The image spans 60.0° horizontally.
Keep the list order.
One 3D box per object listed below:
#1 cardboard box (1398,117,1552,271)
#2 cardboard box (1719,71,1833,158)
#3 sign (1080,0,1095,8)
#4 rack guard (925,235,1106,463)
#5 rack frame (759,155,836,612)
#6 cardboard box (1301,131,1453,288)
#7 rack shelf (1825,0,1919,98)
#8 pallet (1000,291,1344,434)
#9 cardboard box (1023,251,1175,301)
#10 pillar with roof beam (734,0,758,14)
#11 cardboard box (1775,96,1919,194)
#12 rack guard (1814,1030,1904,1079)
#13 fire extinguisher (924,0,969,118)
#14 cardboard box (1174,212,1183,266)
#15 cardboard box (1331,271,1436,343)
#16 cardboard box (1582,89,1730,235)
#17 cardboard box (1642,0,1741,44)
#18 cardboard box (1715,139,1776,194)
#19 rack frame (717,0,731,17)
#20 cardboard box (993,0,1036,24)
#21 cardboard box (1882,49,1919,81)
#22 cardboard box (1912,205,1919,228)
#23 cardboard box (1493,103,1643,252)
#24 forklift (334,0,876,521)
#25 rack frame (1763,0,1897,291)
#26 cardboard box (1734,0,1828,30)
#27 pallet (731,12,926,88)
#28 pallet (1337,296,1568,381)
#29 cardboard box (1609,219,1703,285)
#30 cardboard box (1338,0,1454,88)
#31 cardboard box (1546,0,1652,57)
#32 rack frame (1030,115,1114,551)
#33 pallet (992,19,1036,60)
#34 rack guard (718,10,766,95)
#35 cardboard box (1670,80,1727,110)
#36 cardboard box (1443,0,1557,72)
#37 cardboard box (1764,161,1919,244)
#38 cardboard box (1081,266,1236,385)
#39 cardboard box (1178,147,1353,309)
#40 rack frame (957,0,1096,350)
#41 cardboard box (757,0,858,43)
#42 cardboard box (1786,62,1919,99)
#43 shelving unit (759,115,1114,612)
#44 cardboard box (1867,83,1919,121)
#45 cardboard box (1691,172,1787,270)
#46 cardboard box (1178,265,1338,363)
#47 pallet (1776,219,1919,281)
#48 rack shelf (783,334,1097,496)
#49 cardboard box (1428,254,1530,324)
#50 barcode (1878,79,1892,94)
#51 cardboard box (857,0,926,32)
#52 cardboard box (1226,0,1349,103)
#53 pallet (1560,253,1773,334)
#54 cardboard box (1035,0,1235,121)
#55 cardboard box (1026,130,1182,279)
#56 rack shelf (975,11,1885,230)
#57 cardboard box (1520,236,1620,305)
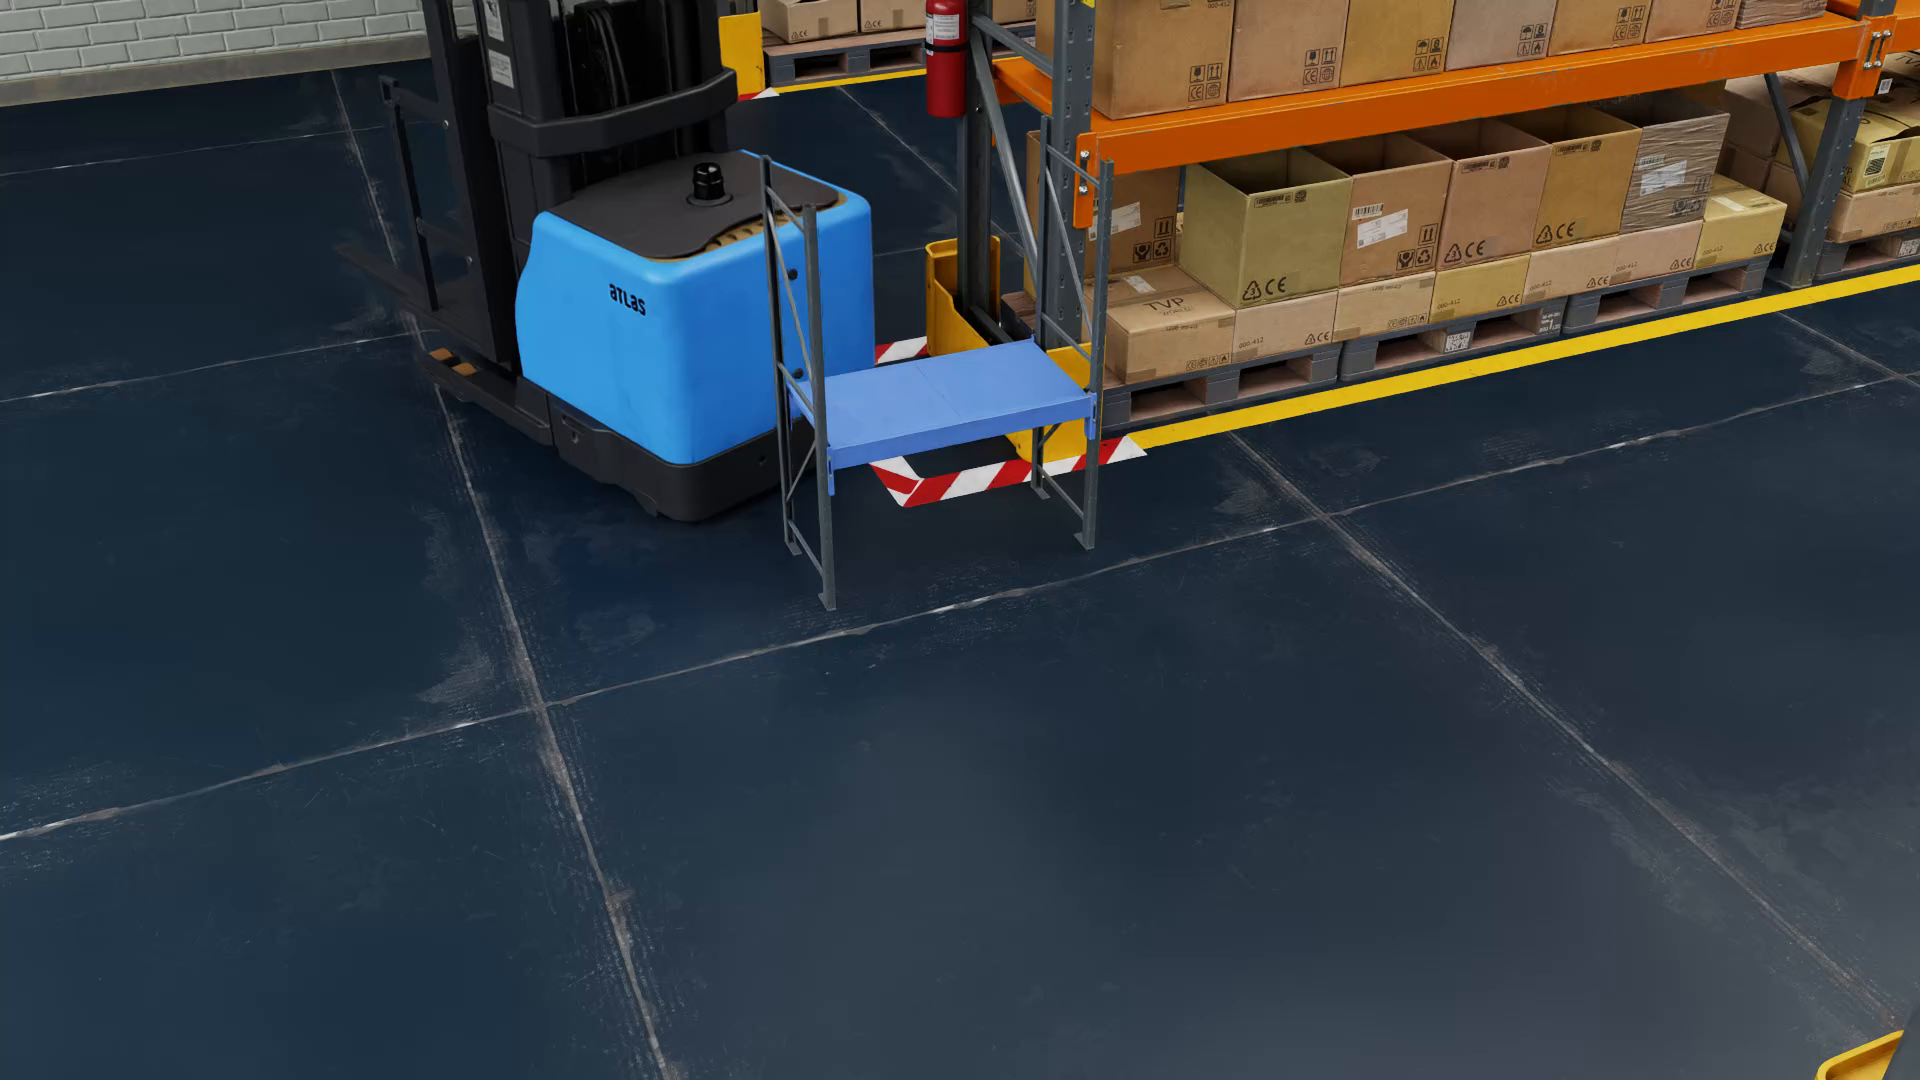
[{"bbox_3d":[2.199,-1.545,7.322,0.500,0.500,0.500,-13,35,-19],"label":"cardboard box"},{"bbox_3d":[4.185,-2.223,8.538,0.500,0.311,0.500,-13,35,-19],"label":"cardboard box"},{"bbox_3d":[0.444,-2.006,5.716,0.005,0.325,0.100,-13,35,-19],"label":"sign"},{"bbox_3d":[0.212,-0.837,7.078,0.348,0.500,1.175,-13,35,-19],"label":"rack guard"},{"bbox_3d":[-0.547,-0.503,5.648,0.032,1.500,0.500,-13,35,-19],"label":"rack frame"},{"bbox_3d":[1.731,-1.448,7.173,0.500,0.500,0.500,-13,35,-19],"label":"cardboard box"},{"bbox_3d":[5.767,-2.855,8.548,4.000,0.370,1.077,-13,35,-19],"label":"rack shelf"},{"bbox_3d":[0.923,-0.904,7.445,1.213,0.211,1.003,-13,35,-19],"label":"pallet"},{"bbox_3d":[0.615,-1.175,7.442,0.500,0.250,0.500,-13,35,-19],"label":"cardboard box"},{"bbox_3d":[0.291,-5.313,6.164,0.400,9.000,9.100,-13,35,-19],"label":"pillar with roof beam"},{"bbox_3d":[4.400,-1.955,8.126,0.500,0.311,0.500,-13,35,-19],"label":"cardboard box"},{"bbox_3d":[2.201,1.610,3.318,0.348,0.500,1.175,-13,35,-19],"label":"rack guard"},{"bbox_3d":[-0.054,-2.066,6.746,0.183,0.674,0.296,-13,35,-19],"label":"fire extinguisher"},{"bbox_3d":[1.071,-1.287,7.614,0.500,0.250,0.500,-13,35,-19],"label":"cardboard box"},{"bbox_3d":[1.736,-1.128,7.369,0.500,0.250,0.500,-13,35,-19],"label":"cardboard box"},{"bbox_3d":[3.114,-1.765,7.661,0.500,0.500,0.500,-13,35,-19],"label":"cardboard box"},{"bbox_3d":[3.032,-2.565,7.350,0.500,0.500,0.700,-13,35,-19],"label":"cardboard box"},{"bbox_3d":[4.193,-1.991,8.696,0.500,0.250,0.500,-13,35,-19],"label":"cardboard box"},{"bbox_3d":[-1.687,-4.380,10.232,0.127,3.000,1.000,-13,35,-19],"label":"rack frame"},{"bbox_3d":[0.208,-3.868,11.333,0.500,0.500,0.700,-15,36,-22],"label":"cardboard box"},{"bbox_3d":[5.123,-2.440,8.872,0.500,0.311,0.500,-13,35,-19],"label":"cardboard box"},{"bbox_3d":[4.862,-1.826,8.442,0.500,0.250,0.500,-12,35,-18],"label":"cardboard box"},{"bbox_3d":[2.655,-1.657,7.496,0.500,0.500,0.500,-13,35,-19],"label":"cardboard box"},{"bbox_3d":[-1.716,-2.000,6.636,1.130,2.935,3.031,-29,43,-36],"label":"forklift"},{"bbox_3d":[3.923,-2.735,7.702,0.127,3.000,1.000,-13,35,-19],"label":"rack frame"},{"bbox_3d":[3.516,-2.680,7.526,0.500,0.500,0.700,-14,36,-20],"label":"cardboard box"},{"bbox_3d":[-0.854,-3.381,11.253,1.213,0.211,1.003,-13,35,-19],"label":"pallet"},{"bbox_3d":[2.047,-1.159,7.838,1.213,0.211,1.003,-13,35,-19],"label":"pallet"},{"bbox_3d":[3.115,-1.450,7.864,0.500,0.250,0.500,-13,35,-19],"label":"cardboard box"},{"bbox_3d":[1.612,-2.239,6.850,0.500,0.500,0.700,-13,35,-19],"label":"cardboard box"},{"bbox_3d":[2.568,-2.461,7.190,0.500,0.500,0.700,-12,35,-18],"label":"cardboard box"},{"bbox_3d":[0.390,-0.718,5.978,0.032,1.500,0.500,-13,35,-19],"label":"rack frame"},{"bbox_3d":[0.269,-3.637,11.646,1.213,0.211,1.003,-13,35,-19],"label":"pallet"},{"bbox_3d":[-1.616,-3.349,10.938,0.348,0.500,1.175,-13,35,-19],"label":"rack guard"},{"bbox_3d":[3.374,-2.132,8.225,0.500,0.500,0.500,-13,35,-19],"label":"cardboard box"},{"bbox_3d":[2.096,-2.352,7.023,0.500,0.500,0.700,-12,35,-18],"label":"cardboard box"},{"bbox_3d":[4.390,-1.719,8.277,0.500,0.250,0.500,-14,35,-20],"label":"cardboard box"},{"bbox_3d":[0.815,-0.915,7.042,0.500,0.250,0.500,-13,35,-19],"label":"cardboard box"},{"bbox_3d":[1.275,-1.336,7.001,0.500,0.500,0.500,-13,35,-19],"label":"cardboard box"},{"bbox_3d":[0.235,-1.890,6.405,0.127,3.000,1.000,-13,35,-19],"label":"rack frame"},{"bbox_3d":[-1.014,-3.539,11.000,0.500,0.311,0.500,-17,37,-24],"label":"cardboard box"},{"bbox_3d":[4.662,-2.336,8.712,0.500,0.311,0.500,-12,35,-18],"label":"cardboard box"},{"bbox_3d":[-0.079,-0.611,5.813,1.048,1.500,0.538,-13,35,-19],"label":"shelving unit"},{"bbox_3d":[4.864,-2.058,8.285,0.500,0.311,0.500,-13,35,-19],"label":"cardboard box"},{"bbox_3d":[3.580,-1.550,8.018,0.500,0.250,0.500,-13,35,-19],"label":"cardboard box"},{"bbox_3d":[1.275,-1.022,7.207,0.500,0.250,0.500,-13,35,-19],"label":"cardboard box"},{"bbox_3d":[4.587,-1.741,8.732,1.213,0.211,1.003,-13,35,-19],"label":"pallet"},{"bbox_3d":[-0.079,-0.460,5.911,1.000,0.185,0.538,-13,35,-19],"label":"rack shelf"},{"bbox_3d":[2.199,-1.231,7.527,0.500,0.250,0.500,-13,35,-19],"label":"cardboard box"},{"bbox_3d":[4.319,-2.118,7.763,0.075,0.075,0.001,-13,35,-19],"label":"barcode"},{"bbox_3d":[-0.488,-3.659,11.185,0.500,0.311,0.500,-10,34,-15],"label":"cardboard box"},{"bbox_3d":[1.152,-2.137,6.693,0.500,0.500,0.700,-12,35,-18],"label":"cardboard box"},{"bbox_3d":[3.173,-1.419,8.237,1.213,0.211,1.003,-13,35,-19],"label":"pallet"},{"bbox_3d":[0.670,-2.024,6.519,0.500,0.500,0.700,-13,35,-19],"label":"cardboard box"},{"bbox_3d":[0.614,-1.491,7.239,0.500,0.500,0.500,-13,35,-19],"label":"cardboard box"},{"bbox_3d":[2.079,-2.011,7.250,4.000,0.370,1.077,-13,35,-19],"label":"rack shelf"},{"bbox_3d":[2.660,-1.337,7.690,0.500,0.250,0.500,-13,35,-19],"label":"cardboard box"}]
